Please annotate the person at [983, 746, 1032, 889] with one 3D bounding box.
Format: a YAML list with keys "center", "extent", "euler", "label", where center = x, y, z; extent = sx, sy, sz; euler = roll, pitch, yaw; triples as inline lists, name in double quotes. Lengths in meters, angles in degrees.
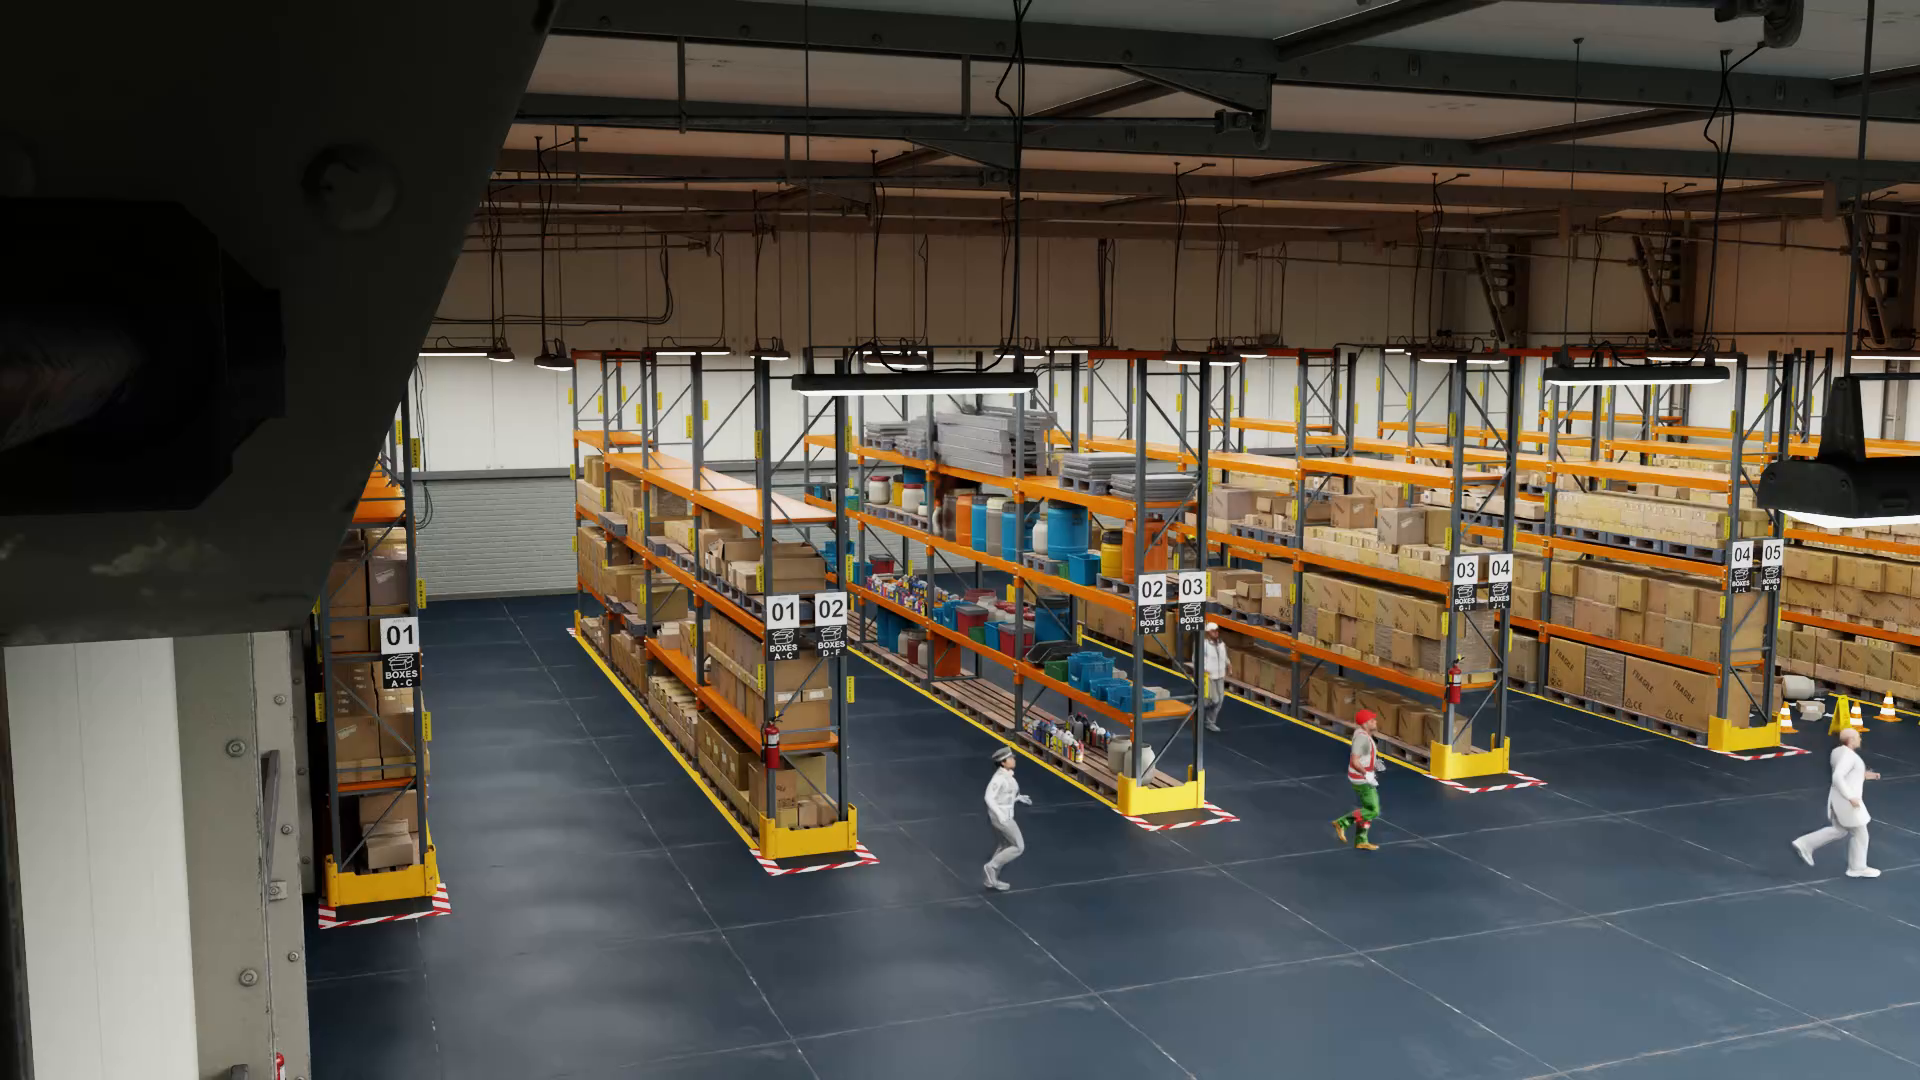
- center: [0.545, 3.156, 18.971]
  extent: [0.547, 1.666, 0.600]
  euler: [0, 7, 4]
  label: "person"

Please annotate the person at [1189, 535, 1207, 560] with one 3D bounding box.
- center: [5.307, 0.739, 38.074]
  extent: [0.712, 1.803, 0.674]
  euler: [-2, 7, -14]
  label: "person"

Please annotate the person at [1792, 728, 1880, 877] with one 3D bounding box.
- center: [10.256, 3.045, 19.349]
  extent: [0.955, 1.756, 0.709]
  euler: [1, 7, 10]
  label: "person"

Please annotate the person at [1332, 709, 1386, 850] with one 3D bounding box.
- center: [4.914, 2.936, 20.450]
  extent: [0.647, 1.755, 0.650]
  euler: [1, 7, 10]
  label: "person"

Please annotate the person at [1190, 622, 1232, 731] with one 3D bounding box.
- center: [4.045, 2.178, 26.609]
  extent: [0.656, 1.742, 0.630]
  euler: [-4, 8, -31]
  label: "person"
